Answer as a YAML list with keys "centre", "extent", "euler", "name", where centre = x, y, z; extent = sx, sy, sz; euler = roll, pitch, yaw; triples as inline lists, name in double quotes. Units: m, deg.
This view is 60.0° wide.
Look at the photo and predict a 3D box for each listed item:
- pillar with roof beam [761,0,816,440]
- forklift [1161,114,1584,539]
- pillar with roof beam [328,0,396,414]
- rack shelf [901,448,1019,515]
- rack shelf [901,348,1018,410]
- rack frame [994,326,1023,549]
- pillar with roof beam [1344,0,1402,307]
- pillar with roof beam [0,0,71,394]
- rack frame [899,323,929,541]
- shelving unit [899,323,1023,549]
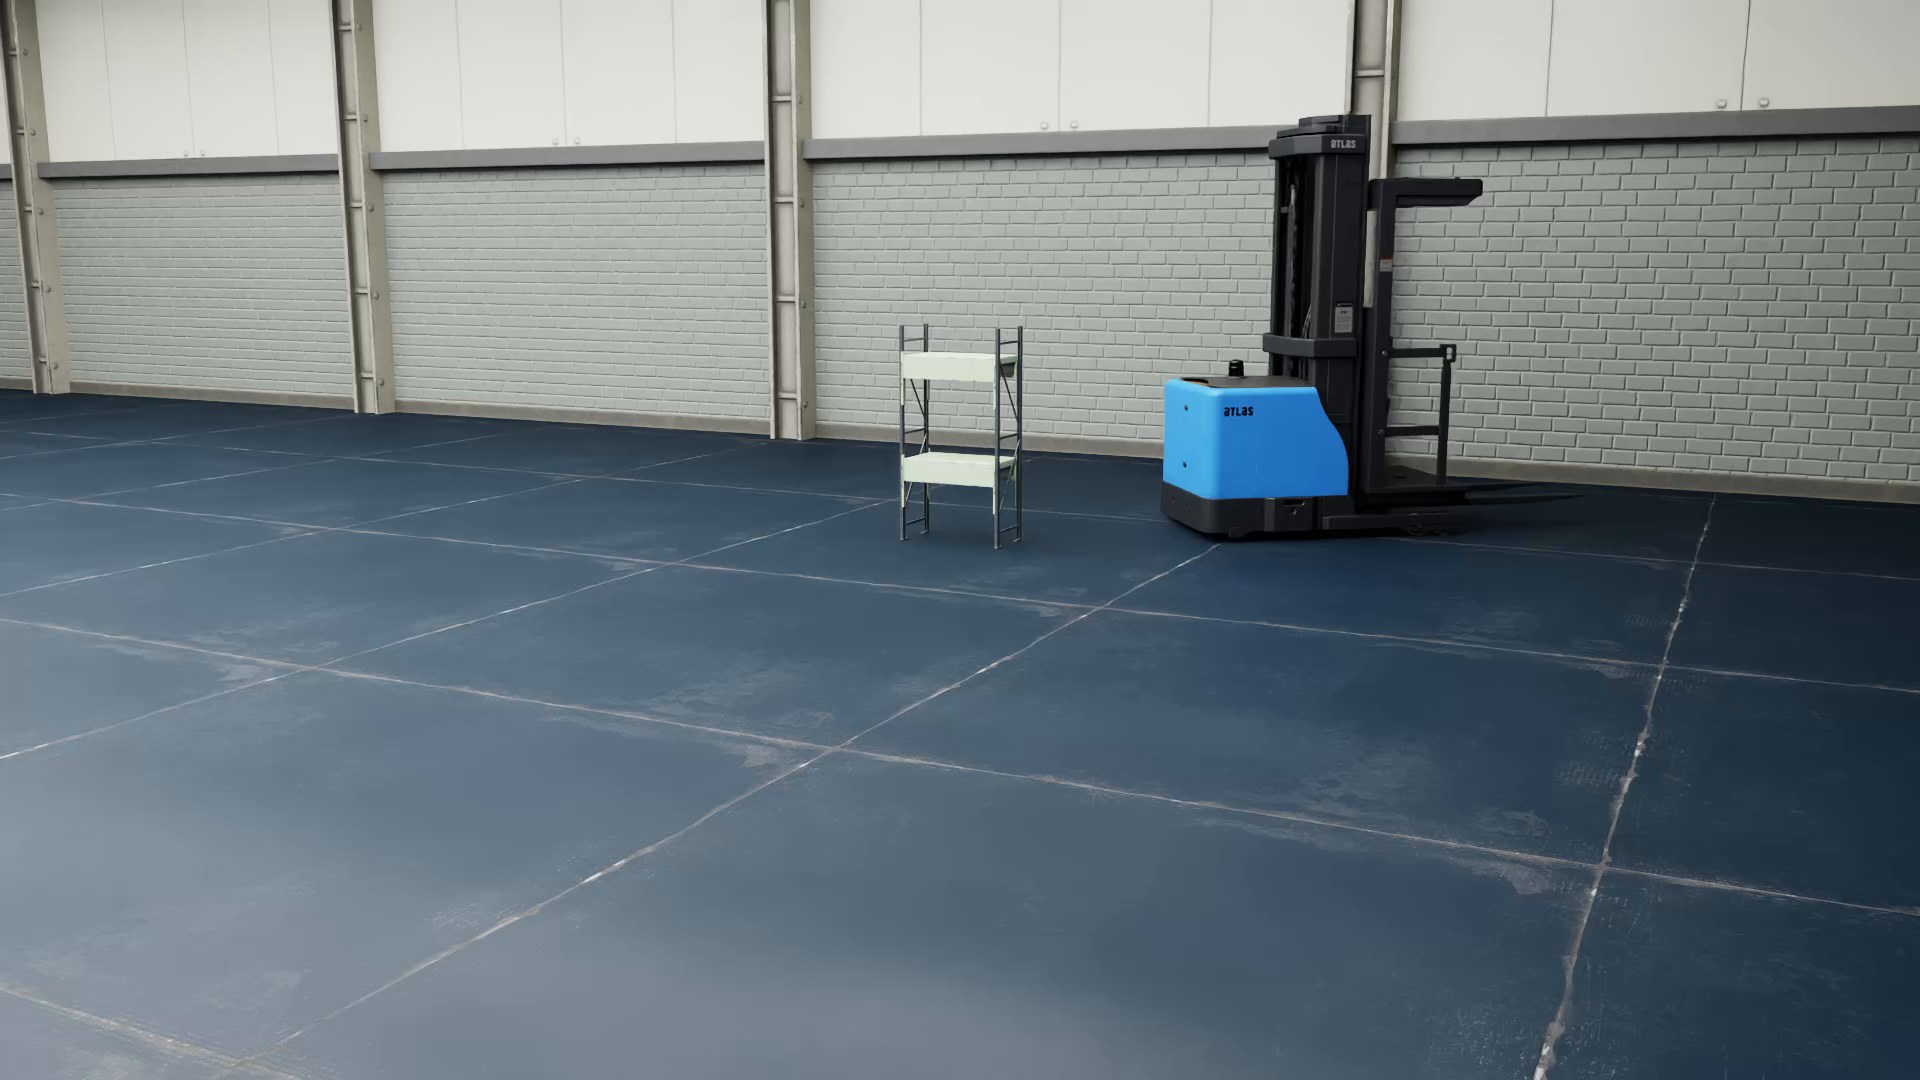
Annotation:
- centre: [-3.684, -4.833, 13.165]
  extent: [0.400, 9.000, 9.100]
  euler: [5, 11, 26]
  name: "pillar with roof beam"
- centre: [3.078, -1.559, 12.116]
  extent: [3.031, 2.935, 1.130]
  euler: [-2, 10, -11]
  name: "forklift"
- centre: [-9.064, -5.306, 15.778]
  extent: [0.400, 9.000, 9.100]
  euler: [5, 11, 26]
  name: "pillar with roof beam"
- centre: [0.006, -0.417, 11.652]
  extent: [0.720, 0.370, 0.431]
  euler: [5, 11, 26]
  name: "rack shelf"
- centre: [0.006, -1.122, 11.524]
  extent: [0.720, 0.370, 0.431]
  euler: [5, 11, 26]
  name: "rack shelf"
- centre: [0.334, -0.709, 11.434]
  extent: [0.023, 1.500, 0.400]
  euler: [5, 11, 26]
  name: "rack frame"
- centre: [1.697, -4.360, 10.553]
  extent: [0.400, 9.000, 9.100]
  euler: [5, 11, 26]
  name: "pillar with roof beam"
- centre: [-14.445, -5.778, 18.390]
  extent: [0.400, 9.000, 9.100]
  euler: [5, 11, 26]
  name: "pillar with roof beam"
- centre: [-0.322, -0.766, 11.753]
  extent: [0.023, 1.500, 0.400]
  euler: [5, 11, 26]
  name: "rack frame"
- centre: [0.006, -0.737, 11.594]
  extent: [0.755, 1.500, 0.431]
  euler: [5, 11, 26]
  name: "shelving unit"
